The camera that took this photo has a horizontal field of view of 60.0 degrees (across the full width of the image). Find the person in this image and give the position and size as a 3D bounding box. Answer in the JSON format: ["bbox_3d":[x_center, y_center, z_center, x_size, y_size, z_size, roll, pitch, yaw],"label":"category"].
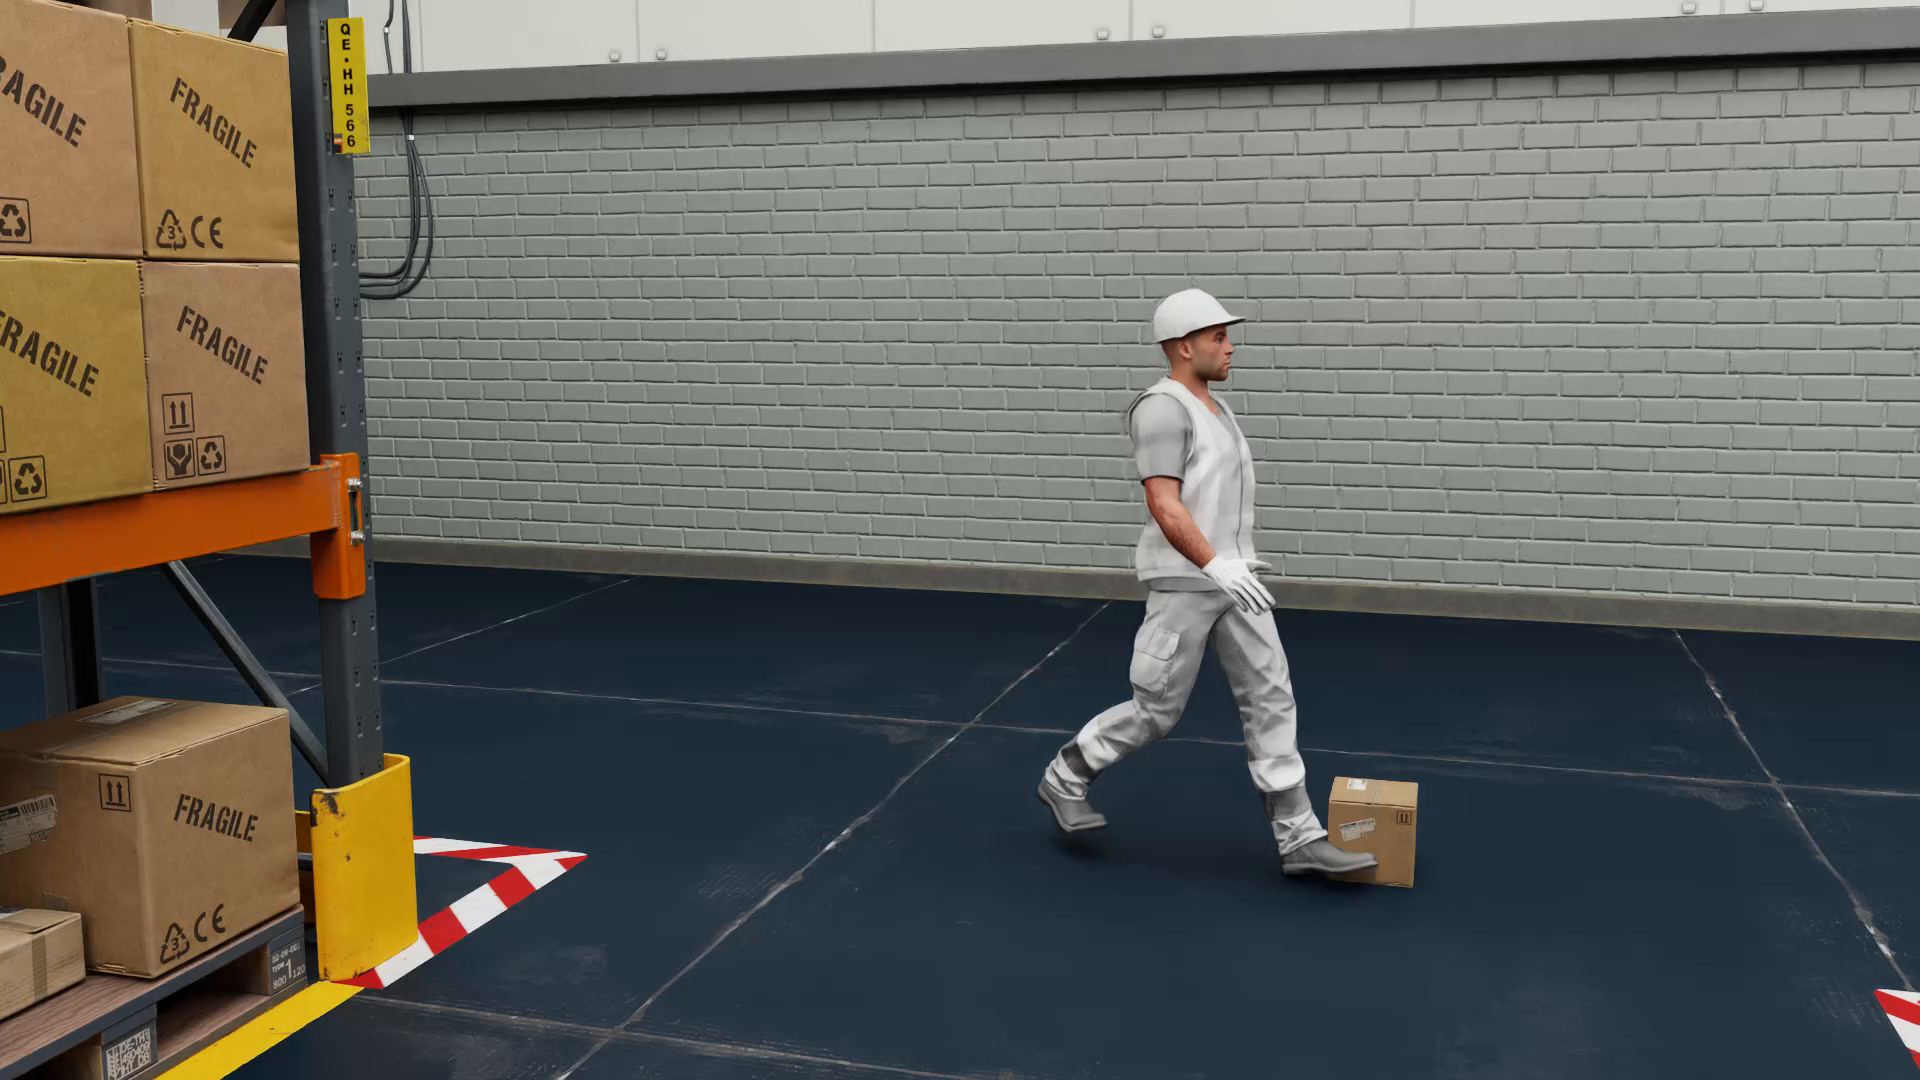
[{"bbox_3d":[0.753,0.129,5.001,1.062,1.749,0.559,7,10,38],"label":"person"}]
